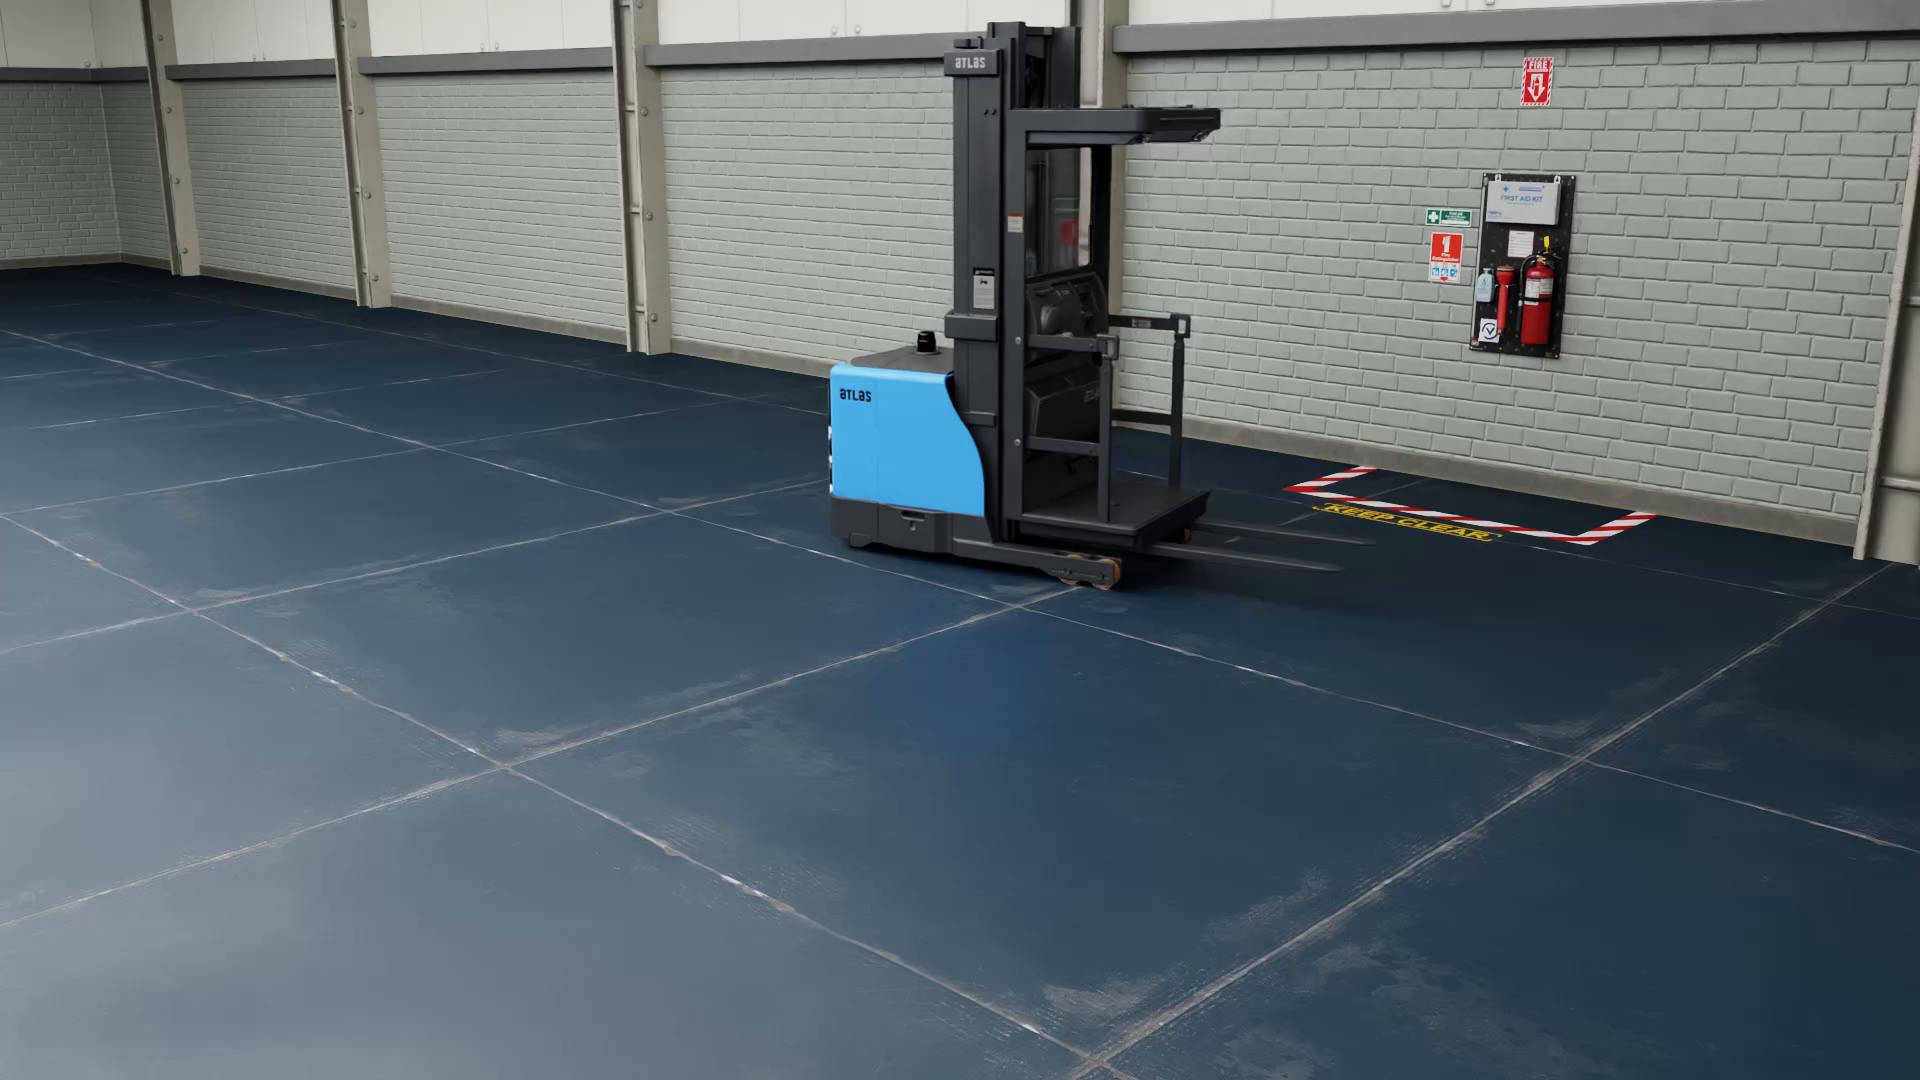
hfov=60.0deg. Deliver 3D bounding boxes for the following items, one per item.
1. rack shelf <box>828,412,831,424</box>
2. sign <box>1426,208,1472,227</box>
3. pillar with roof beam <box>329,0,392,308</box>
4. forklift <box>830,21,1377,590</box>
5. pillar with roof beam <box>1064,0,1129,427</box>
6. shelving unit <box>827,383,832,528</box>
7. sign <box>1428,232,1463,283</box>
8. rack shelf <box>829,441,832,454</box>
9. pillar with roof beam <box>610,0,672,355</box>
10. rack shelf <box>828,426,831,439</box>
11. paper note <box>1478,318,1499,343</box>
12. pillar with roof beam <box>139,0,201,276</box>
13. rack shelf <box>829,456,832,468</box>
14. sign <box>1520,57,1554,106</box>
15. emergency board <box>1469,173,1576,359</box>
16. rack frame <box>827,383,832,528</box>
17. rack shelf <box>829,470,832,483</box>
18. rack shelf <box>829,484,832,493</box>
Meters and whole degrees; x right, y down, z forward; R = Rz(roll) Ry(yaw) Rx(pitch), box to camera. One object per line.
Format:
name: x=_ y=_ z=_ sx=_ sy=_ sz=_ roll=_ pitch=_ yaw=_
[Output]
rack shelf: x=-0.646 y=-0.750 z=10.086 sx=0.200 sy=0.077 sz=0.258 roll=8 pitch=17 yaw=28
sign: x=3.284 y=-2.167 z=11.177 sx=0.331 sy=0.109 sz=0.001 roll=14 pitch=20 yaw=42
pillar with roof beam: x=-10.580 y=-6.612 z=17.463 sx=0.400 sy=9.000 sz=9.100 roll=14 pitch=20 yaw=42
forklift: x=0.777 y=-1.305 z=9.128 sx=3.031 sy=2.935 sz=1.130 roll=8 pitch=17 yaw=28
pillar with roof beam: x=-1.942 y=-4.512 z=9.403 sx=0.400 sy=9.000 sz=9.100 roll=14 pitch=20 yaw=42
shelving unit: x=-0.646 y=-0.521 z=10.146 sx=0.210 sy=0.900 sz=0.258 roll=8 pitch=17 yaw=28
sign: x=3.287 y=-1.913 z=11.253 sx=0.234 sy=0.329 sz=0.001 roll=14 pitch=20 yaw=42
rack shelf: x=-0.646 y=-0.576 z=10.131 sx=0.200 sy=0.077 sz=0.258 roll=8 pitch=17 yaw=28
pillar with roof beam: x=-6.261 y=-5.562 z=13.433 sx=0.400 sy=9.000 sz=9.100 roll=14 pitch=20 yaw=42
rack shelf: x=-0.646 y=-0.663 z=10.109 sx=0.200 sy=0.077 sz=0.258 roll=8 pitch=17 yaw=28
paper note: x=3.533 y=-1.397 z=11.093 sx=0.142 sy=0.148 sz=0.016 roll=14 pitch=20 yaw=42
pillar with roof beam: x=-14.900 y=-7.663 z=21.493 sx=0.400 sy=9.000 sz=9.100 roll=14 pitch=20 yaw=42
rack shelf: x=-0.646 y=-0.488 z=10.154 sx=0.200 sy=0.077 sz=0.258 roll=8 pitch=17 yaw=28
sign: x=3.676 y=-2.921 z=10.597 sx=0.199 sy=0.298 sz=0.001 roll=14 pitch=20 yaw=42
emergency board: x=3.613 y=-1.780 z=10.815 sx=0.643 sy=1.169 sz=0.194 roll=14 pitch=20 yaw=42
rack frame: x=-0.734 y=-0.533 z=10.194 sx=0.006 sy=0.900 sz=0.240 roll=8 pitch=17 yaw=28
rack shelf: x=-0.646 y=-0.401 z=10.177 sx=0.200 sy=0.077 sz=0.258 roll=8 pitch=17 yaw=28
rack shelf: x=-0.646 y=-0.314 z=10.200 sx=0.200 sy=0.077 sz=0.258 roll=8 pitch=17 yaw=28
